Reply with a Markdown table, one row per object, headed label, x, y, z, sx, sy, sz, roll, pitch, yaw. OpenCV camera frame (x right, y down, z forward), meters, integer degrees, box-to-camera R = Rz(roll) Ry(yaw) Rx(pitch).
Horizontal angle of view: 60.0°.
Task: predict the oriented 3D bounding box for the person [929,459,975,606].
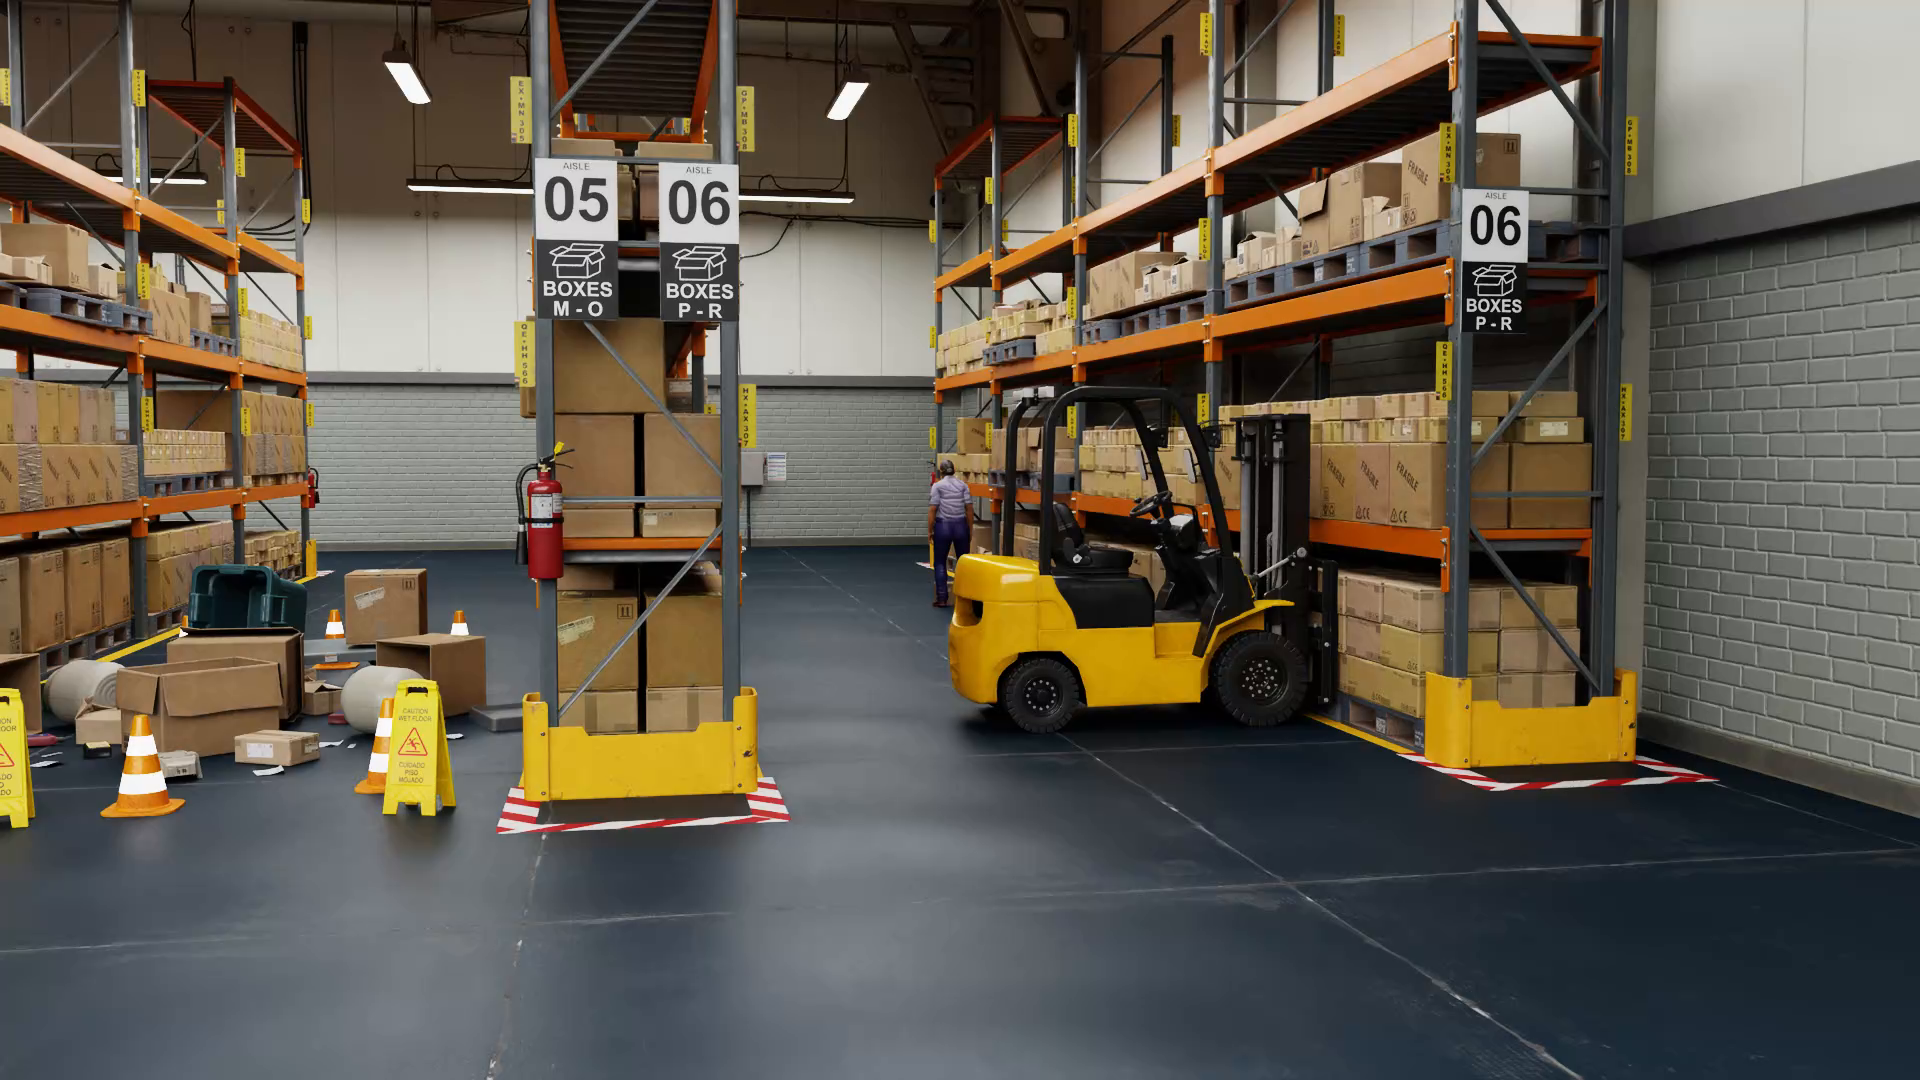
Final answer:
| label | x | y | z | sx | sy | sz | roll | pitch | yaw |
| --- | --- | --- | --- | --- | --- | --- | --- | --- | --- |
| person | -0.085 | -0.071 | 18.641 | 0.537 | 1.637 | 0.374 | -1 | 3 | -11 |
